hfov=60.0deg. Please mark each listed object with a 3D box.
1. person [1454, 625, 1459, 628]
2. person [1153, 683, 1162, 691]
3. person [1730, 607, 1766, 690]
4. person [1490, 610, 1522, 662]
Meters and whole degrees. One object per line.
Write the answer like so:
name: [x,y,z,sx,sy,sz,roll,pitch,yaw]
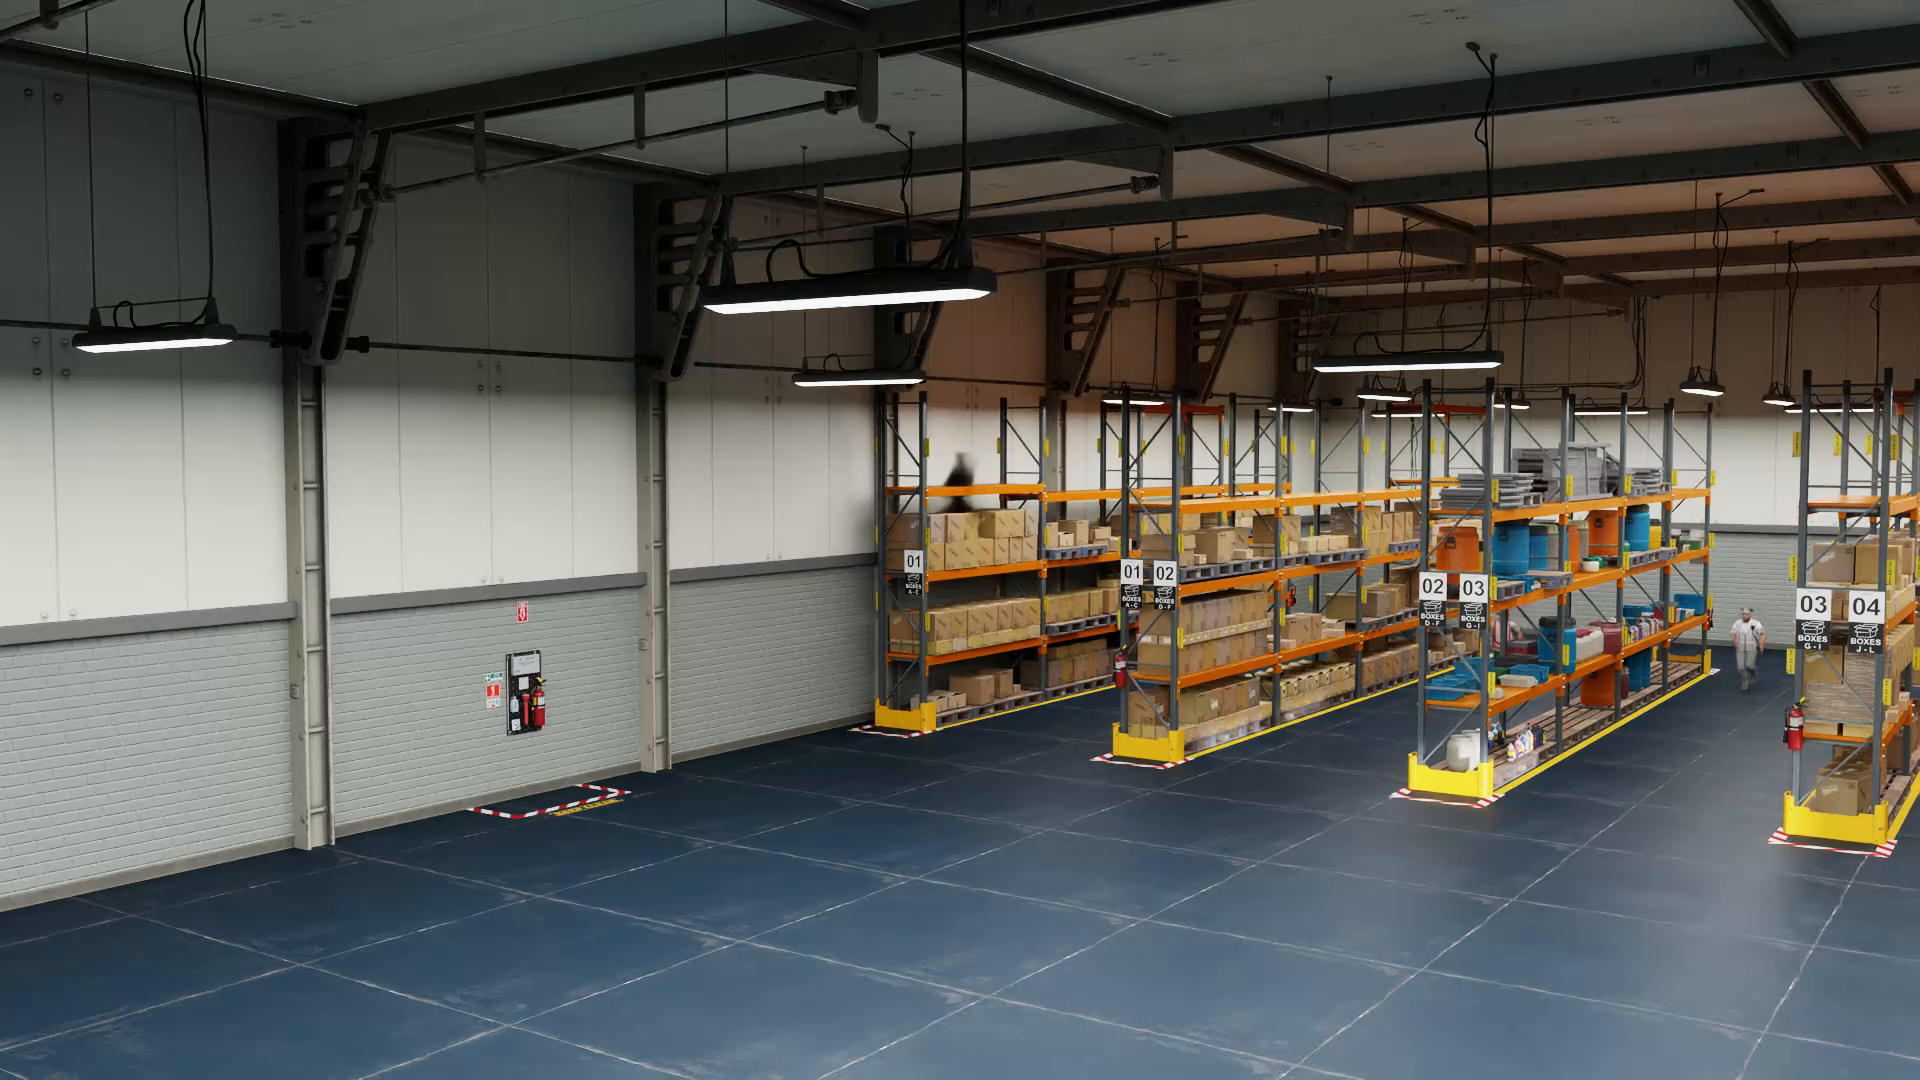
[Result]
person: [12.910,1.872,42.312,0.556,1.620,0.706,-2,4,-37]
person: [3.844,2.462,30.892,0.733,1.626,0.911,3,4,41]
person: [16.260,2.239,34.354,0.654,1.720,0.629,2,4,34]
person: [10.973,2.244,33.625,0.639,1.766,0.772,2,4,35]
